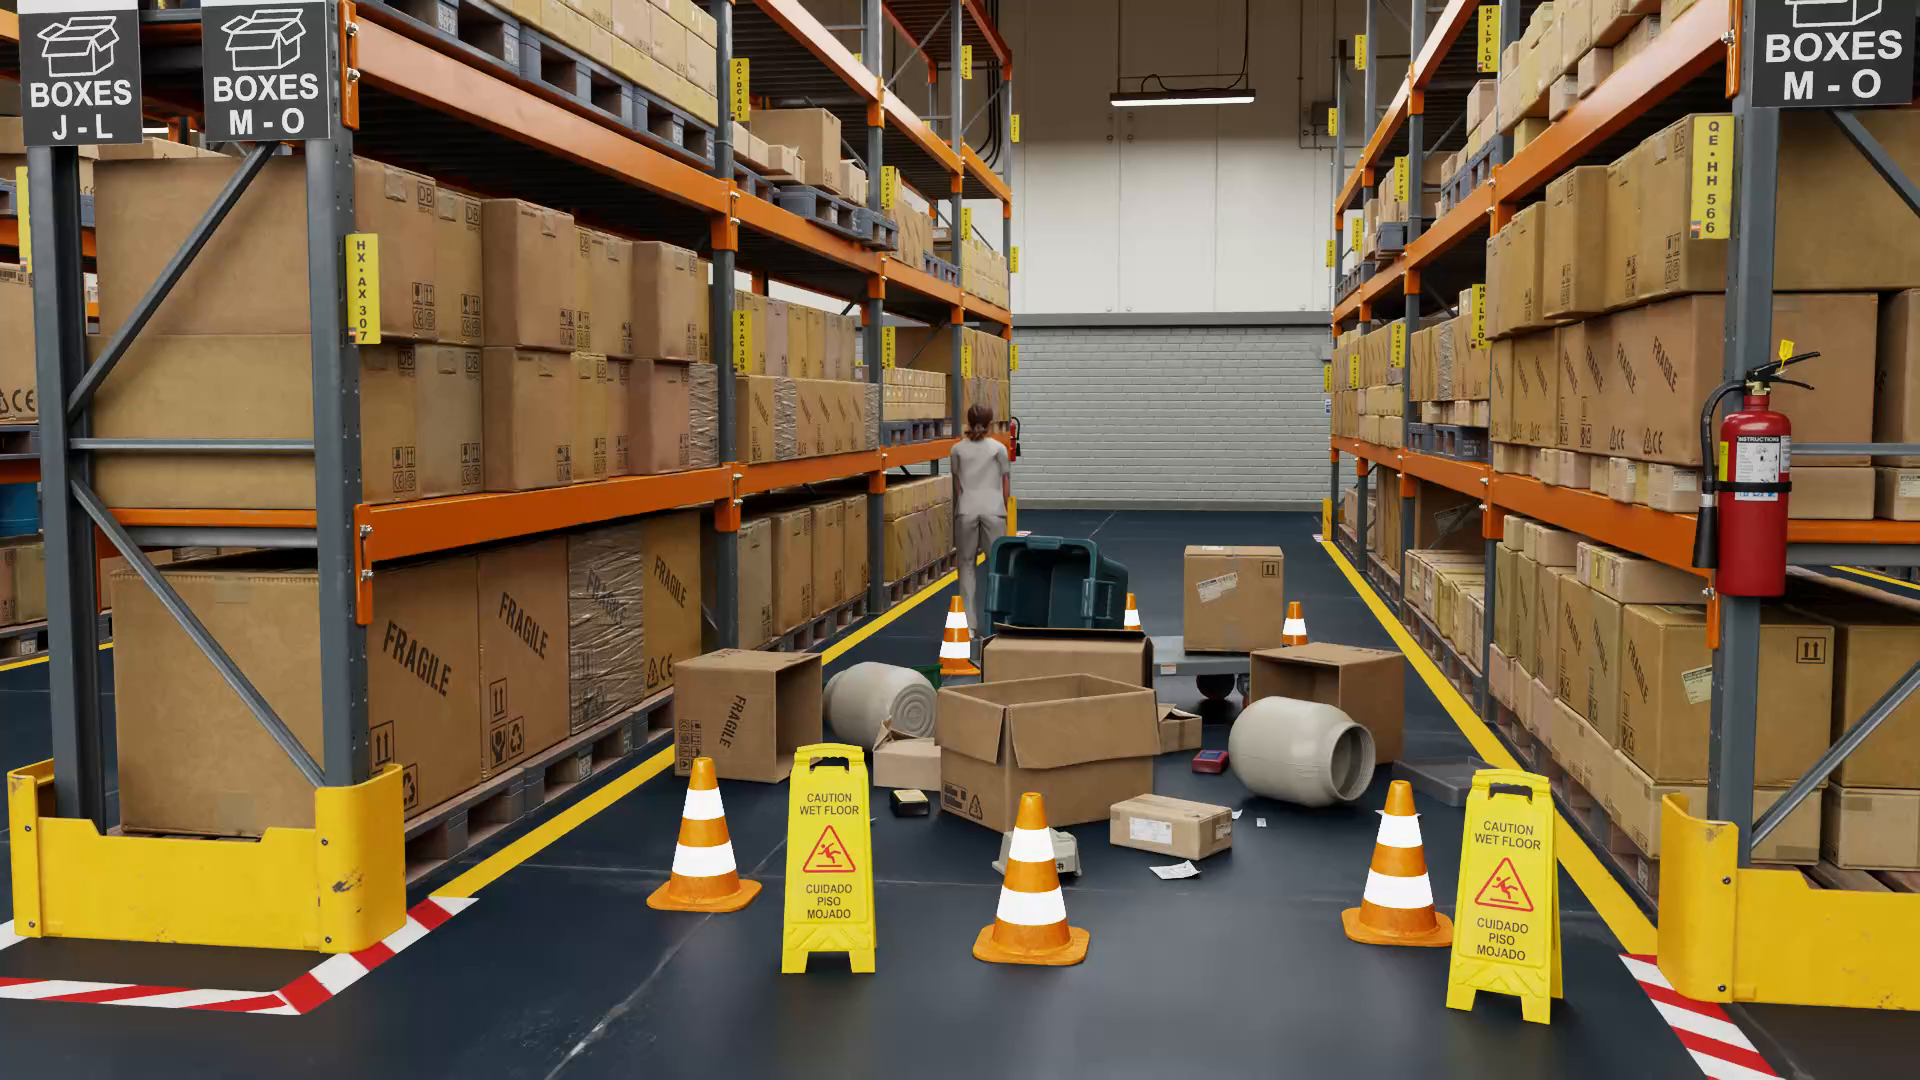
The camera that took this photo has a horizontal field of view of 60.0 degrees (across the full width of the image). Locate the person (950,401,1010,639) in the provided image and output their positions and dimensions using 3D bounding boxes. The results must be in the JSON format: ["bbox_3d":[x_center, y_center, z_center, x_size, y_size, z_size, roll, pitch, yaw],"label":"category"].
[{"bbox_3d":[0.147,-0.139,11.682,0.410,1.669,0.507,1,5,7],"label":"person"}]
